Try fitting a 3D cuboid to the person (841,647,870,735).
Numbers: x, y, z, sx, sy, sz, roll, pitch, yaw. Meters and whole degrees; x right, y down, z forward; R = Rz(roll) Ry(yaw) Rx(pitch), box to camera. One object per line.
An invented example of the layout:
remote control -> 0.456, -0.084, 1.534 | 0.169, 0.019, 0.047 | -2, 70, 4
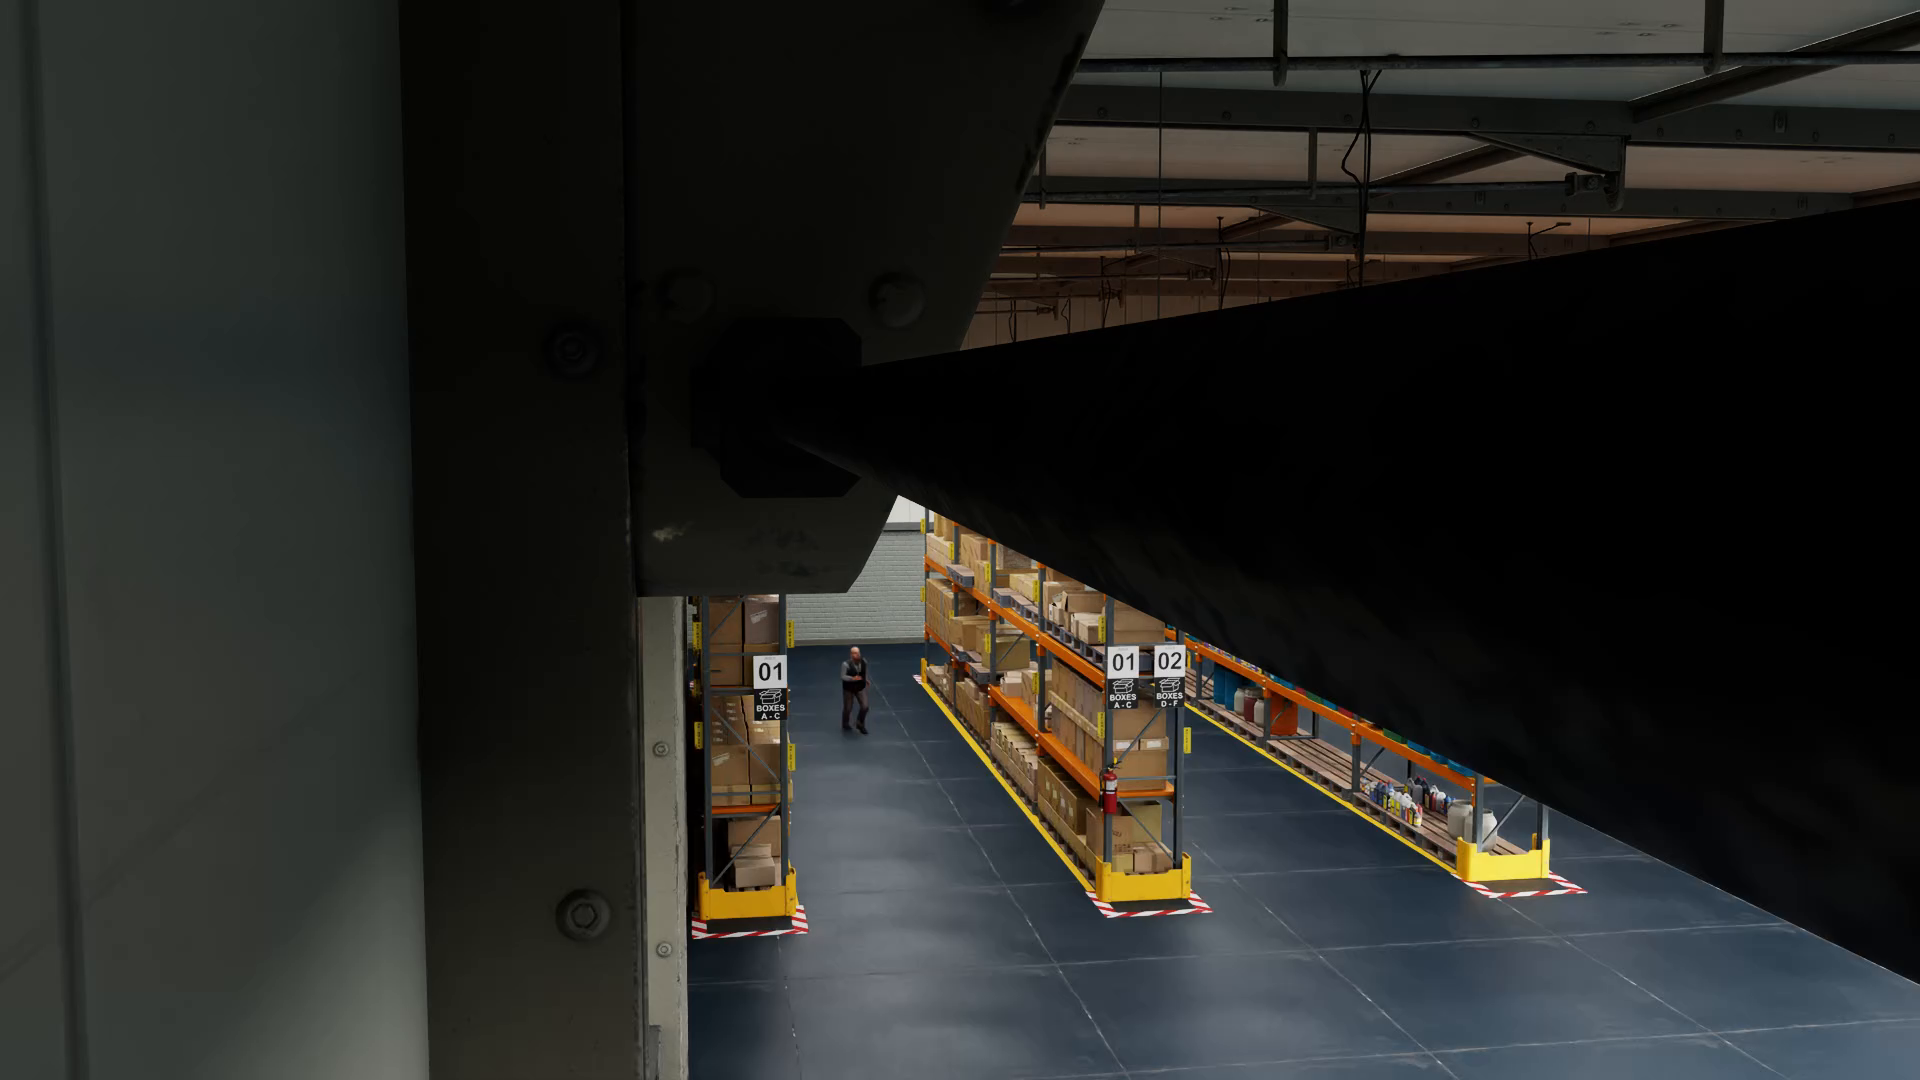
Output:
person -> -1.954, 2.791, 30.884 | 0.648, 1.667, 0.960 | -2, 5, -23
